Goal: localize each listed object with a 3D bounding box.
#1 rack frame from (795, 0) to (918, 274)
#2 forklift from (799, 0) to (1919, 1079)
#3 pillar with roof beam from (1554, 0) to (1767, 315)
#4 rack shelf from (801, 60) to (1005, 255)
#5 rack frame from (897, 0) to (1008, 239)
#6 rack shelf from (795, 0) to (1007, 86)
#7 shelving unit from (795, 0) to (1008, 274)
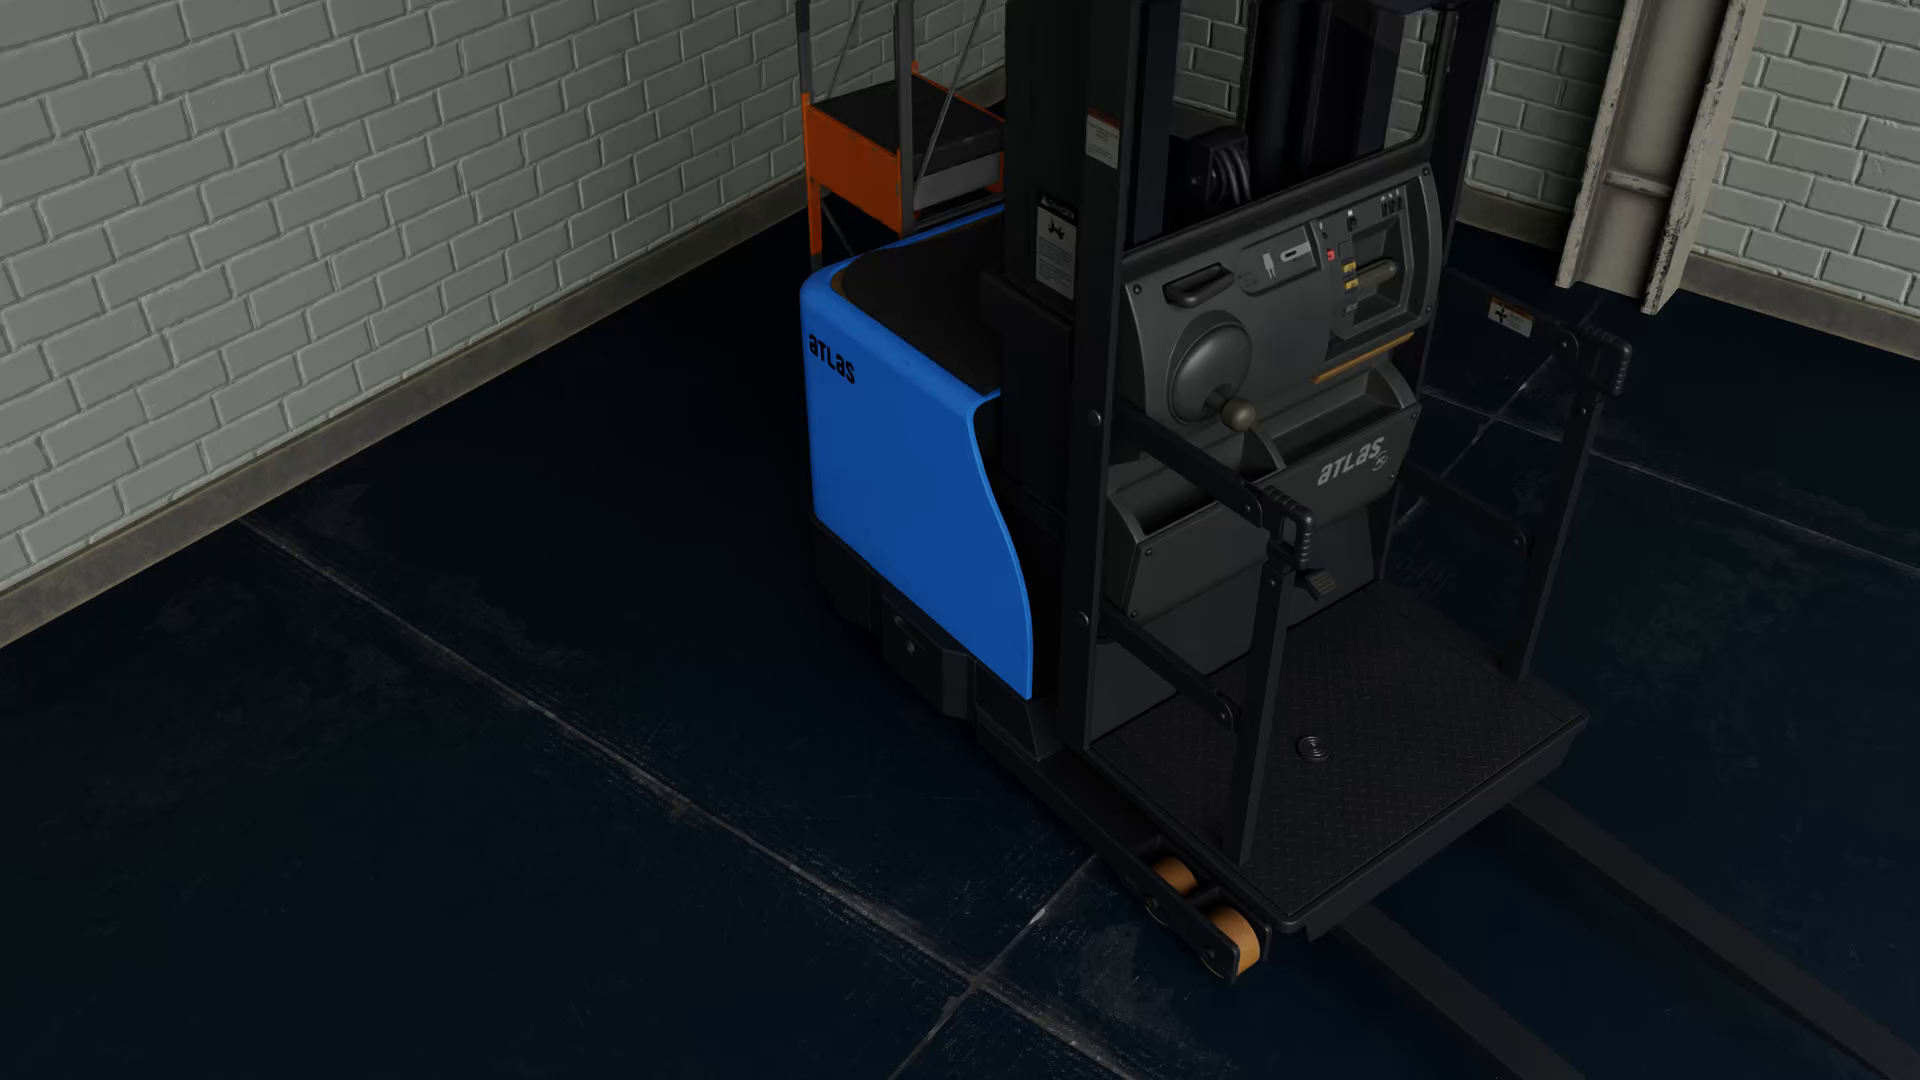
[{"bbox_3d":[-0.298,-1.173,5.045,0.400,2.100,0.015,-25,45,-29],"label":"rack frame"},{"bbox_3d":[0.851,-0.471,3.474,1.130,2.935,3.031,-25,45,-29],"label":"forklift"},{"bbox_3d":[-0.033,-2.440,1.067,0.400,9.000,9.100,25,45,29],"label":"pillar with roof beam"},{"bbox_3d":[-0.149,-1.043,4.901,0.431,0.518,0.480,-25,45,-29],"label":"rack shelf"},{"bbox_3d":[-0.001,-0.934,4.740,0.400,2.100,0.015,-25,45,-29],"label":"rack frame"},{"bbox_3d":[-0.149,-1.594,4.469,0.431,0.518,0.480,-25,45,-29],"label":"rack shelf"},{"bbox_3d":[-0.149,-1.054,4.892,0.431,2.100,0.503,-25,45,-29],"label":"shelving unit"}]
